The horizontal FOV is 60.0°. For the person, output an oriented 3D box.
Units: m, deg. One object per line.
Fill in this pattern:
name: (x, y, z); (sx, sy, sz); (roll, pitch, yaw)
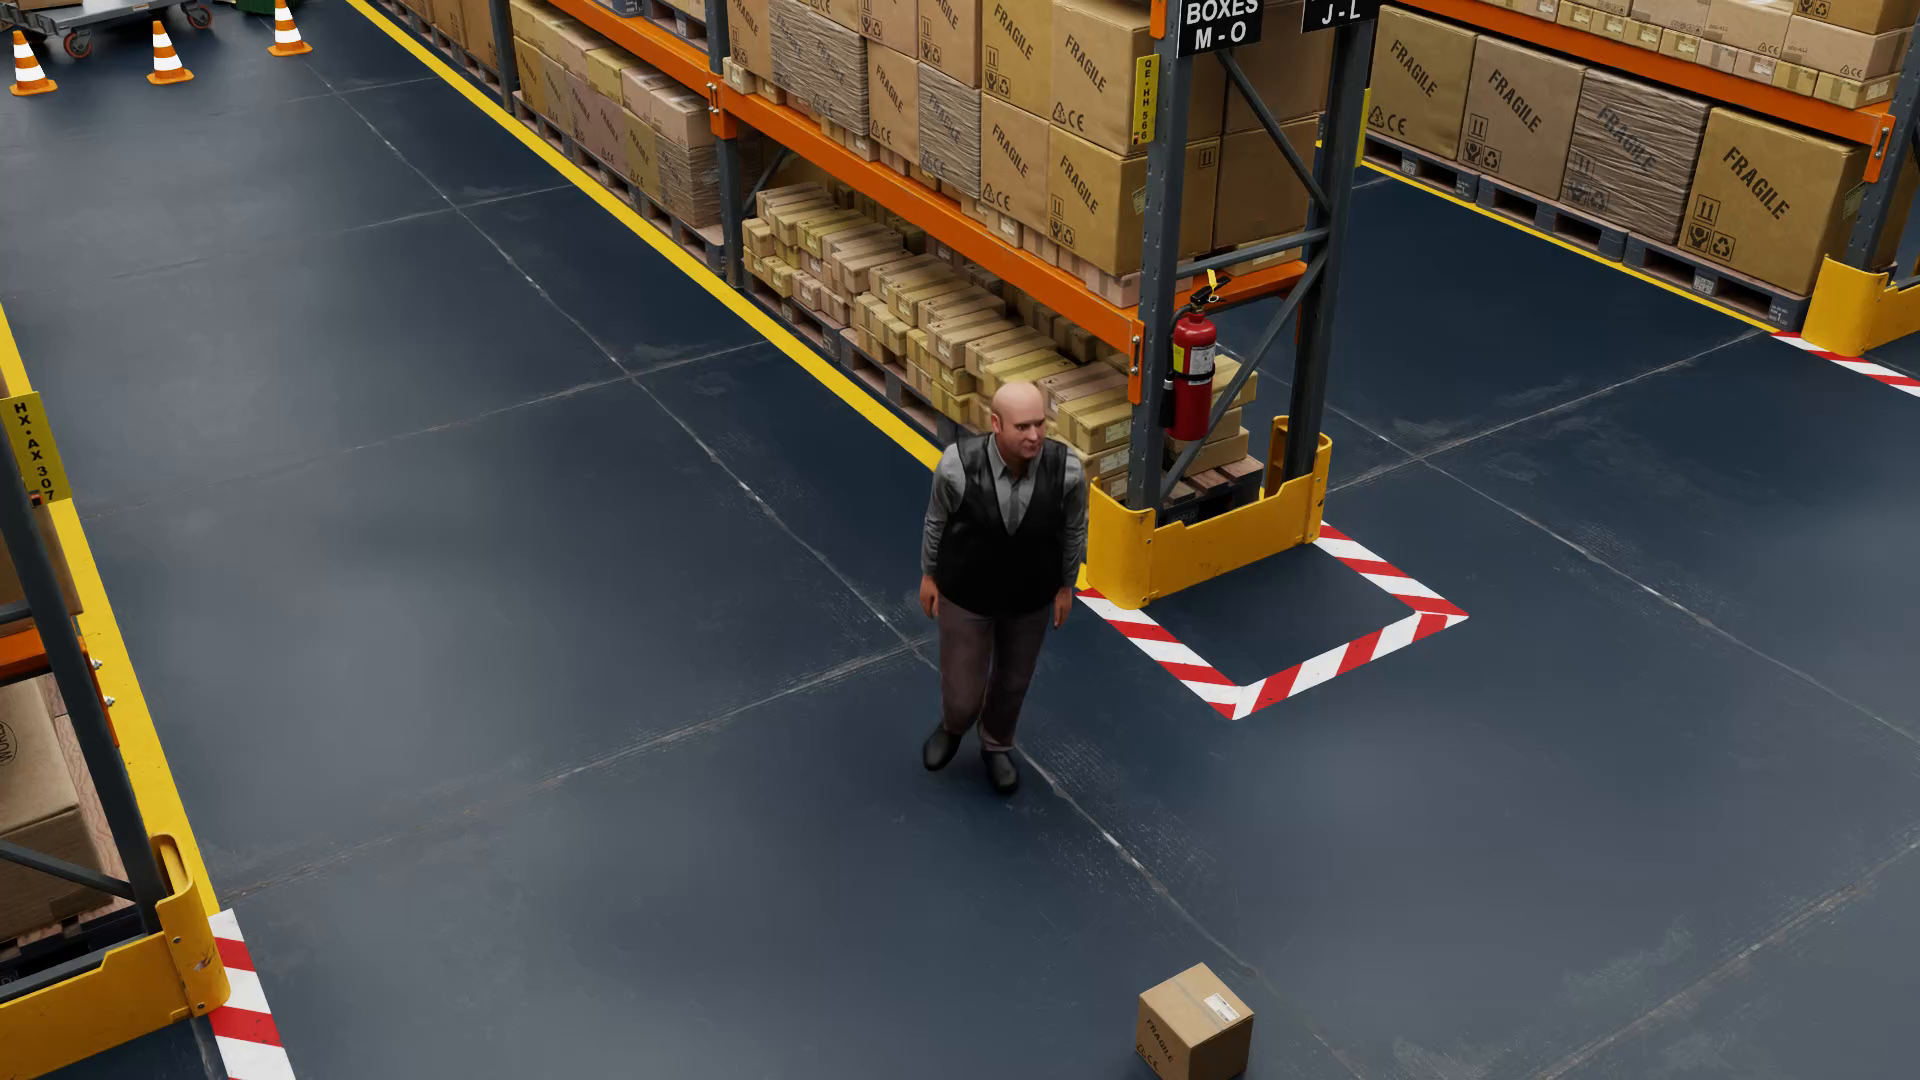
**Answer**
person: (0.149, 0.184, 5.846); (0.568, 1.711, 0.469); (-5, 33, -8)
